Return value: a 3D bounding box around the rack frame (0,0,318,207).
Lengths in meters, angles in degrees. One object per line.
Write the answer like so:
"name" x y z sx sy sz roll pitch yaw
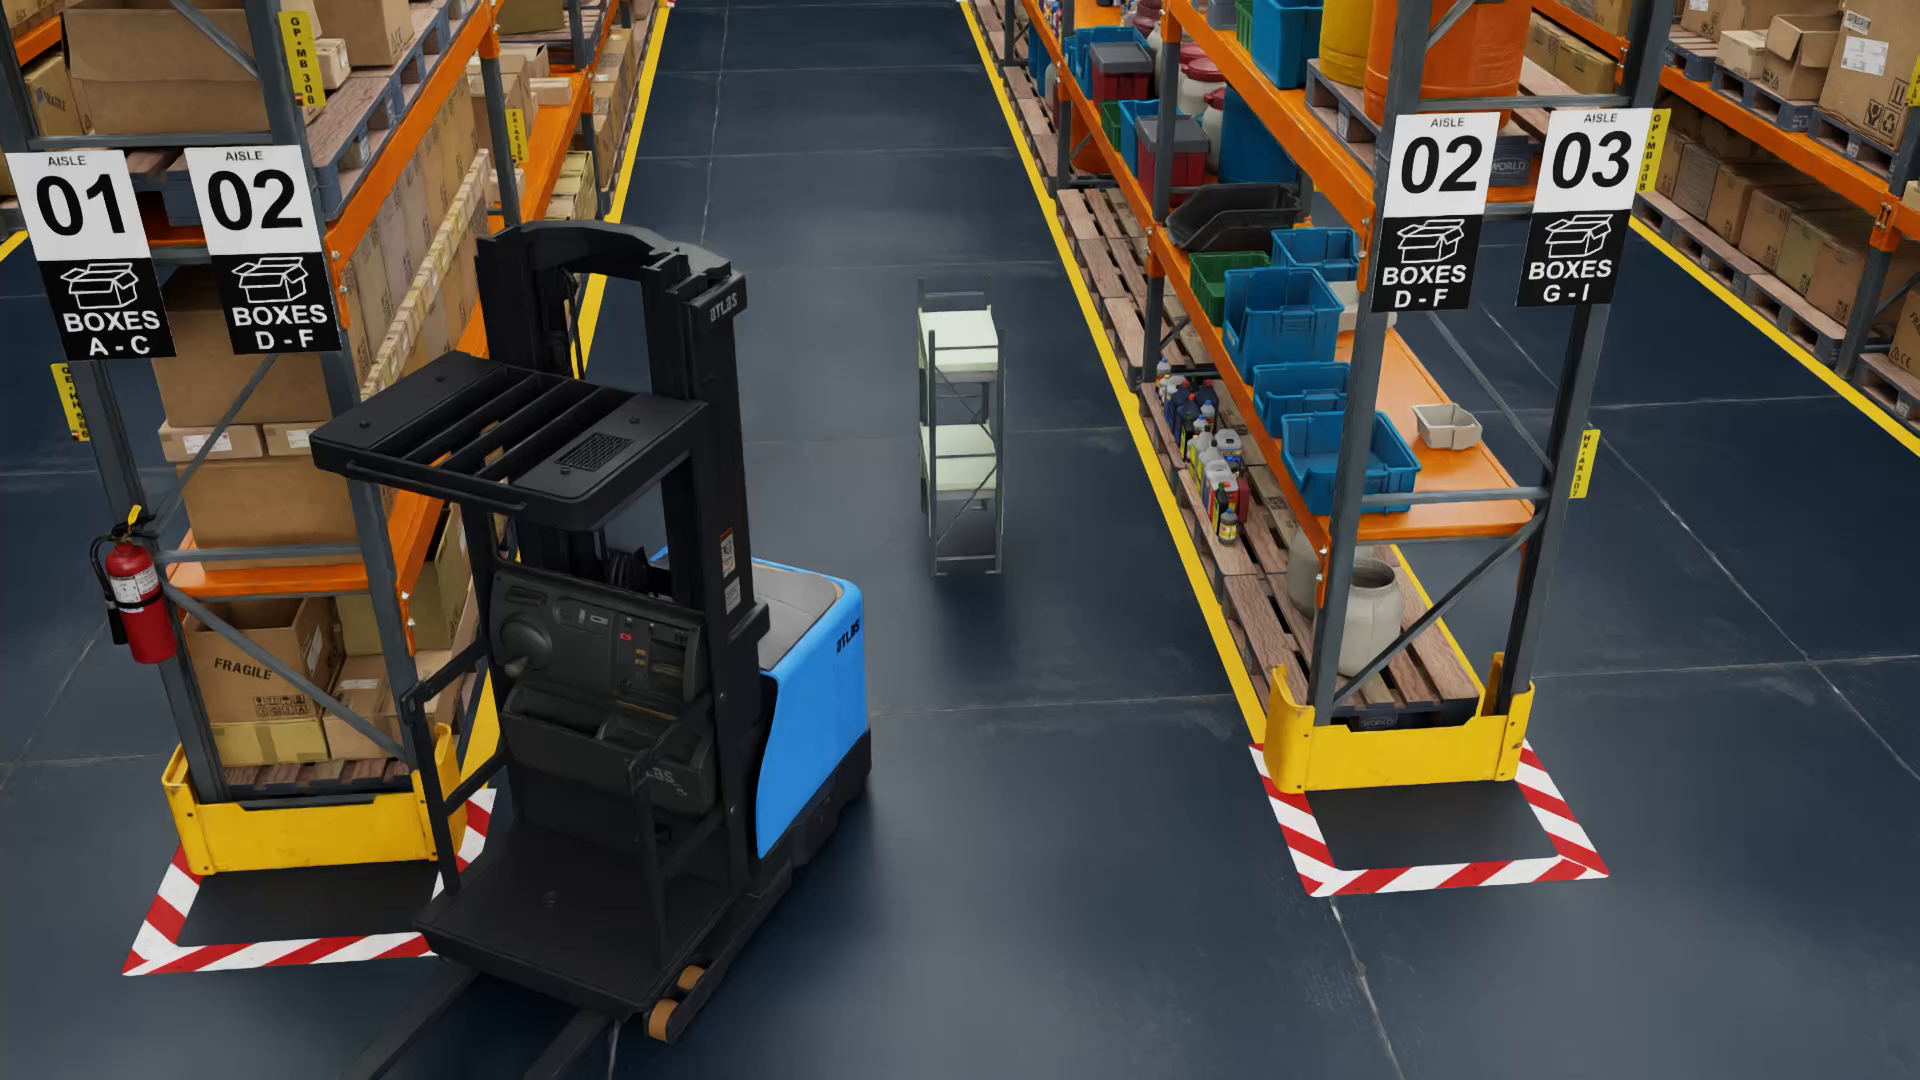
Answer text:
"rack frame" -2.829 -2.519 5.192 1.000 3.000 0.127 -3 31 -5

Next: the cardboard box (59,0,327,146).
"cardboard box" -2.878 -1.810 6.283 0.797 0.503 0.637 -1 31 -1

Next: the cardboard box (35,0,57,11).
"cardboard box" -8.440 -5.015 14.814 0.500 0.500 0.500 -2 31 -3

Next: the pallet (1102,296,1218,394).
"pallet" 1.617 -1.423 11.927 1.003 0.211 1.213 -3 31 -5

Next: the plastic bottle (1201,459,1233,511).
"plastic bottle" 1.486 -0.316 9.581 0.152 0.276 0.135 -4 31 -6

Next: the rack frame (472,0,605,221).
"rack frame" -3.576 -4.028 13.568 1.000 3.000 0.127 -3 31 -5

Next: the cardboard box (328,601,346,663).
"cardboard box" -3.232 0.542 8.189 0.500 0.250 0.500 -3 31 -5

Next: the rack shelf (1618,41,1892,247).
"rack shelf" 6.474 -3.171 12.835 1.077 0.370 4.000 -3 31 -5

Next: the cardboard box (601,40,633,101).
"cardboard box" -3.581 -4.695 16.693 0.500 0.500 0.500 -3 31 -4

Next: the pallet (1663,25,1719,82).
"pallet" 6.460 -4.060 13.808 1.213 0.211 1.003 -3 31 -5

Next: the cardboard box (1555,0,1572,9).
"cardboard box" 5.902 -5.303 15.606 0.500 0.500 0.500 -4 31 -6

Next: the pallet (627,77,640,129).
"pallet" -3.836 -4.459 17.010 1.003 0.211 1.213 -3 31 -5

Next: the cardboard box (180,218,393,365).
"cardboard box" -2.919 -1.078 7.266 0.700 0.500 0.500 -4 31 -6

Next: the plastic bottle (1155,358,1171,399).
"plastic bottle" 1.323 -1.055 10.823 0.097 0.271 0.097 0 31 0

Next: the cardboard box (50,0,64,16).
"cardboard box" -8.493 -4.922 15.290 0.380 0.149 0.250 -4 31 -6

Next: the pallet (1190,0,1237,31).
"pallet" 1.894 -3.064 9.214 1.213 0.211 1.003 -3 31 -5

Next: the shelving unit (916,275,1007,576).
"shelving unit" 0.001 -0.640 9.360 0.431 1.500 0.755 -3 31 -5

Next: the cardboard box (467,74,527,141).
"cardboard box" -3.354 -2.946 11.660 0.500 0.500 0.500 -3 31 -5

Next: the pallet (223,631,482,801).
"pallet" -2.942 0.865 8.096 1.003 0.211 1.213 -3 31 -5

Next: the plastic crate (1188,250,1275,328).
"plastic crate" 1.575 -1.424 9.415 0.450 0.188 0.662 -3 31 -5

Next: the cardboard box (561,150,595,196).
"cardboard box" -3.282 -3.013 13.594 0.500 0.311 0.500 -2 31 -3

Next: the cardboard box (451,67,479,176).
"cardboard box" -3.155 -2.359 9.412 0.700 0.500 0.500 -3 31 -4

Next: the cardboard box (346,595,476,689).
"cardboard box" -2.708 0.517 8.231 0.500 0.250 0.500 -3 31 -5

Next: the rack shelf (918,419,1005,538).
"rack shelf" 0.001 -0.361 9.527 0.431 0.370 0.720 -3 31 -5

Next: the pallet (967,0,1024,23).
"pallet" 0.647 -6.728 20.808 1.003 0.211 1.213 -3 31 -5

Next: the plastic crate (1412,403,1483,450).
"plastic crate" 2.340 -0.538 7.983 0.298 0.136 0.250 -3 31 -5

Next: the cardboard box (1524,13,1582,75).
"cardboard box" 6.168 -4.578 16.151 1.225 0.875 0.875 -3 31 -4

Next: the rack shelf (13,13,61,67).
"rack shelf" -8.695 -4.501 15.062 1.077 0.370 4.000 -3 31 -5

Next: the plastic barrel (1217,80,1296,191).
"plastic barrel" 1.995 -2.648 10.769 0.600 0.901 0.708 -3 31 -5

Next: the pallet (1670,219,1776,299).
"pallet" 6.469 -2.283 13.366 1.003 0.211 1.213 -3 31 -5

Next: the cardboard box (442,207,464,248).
"cardboard box" -2.871 -1.659 8.872 0.380 0.149 0.250 -3 31 -5

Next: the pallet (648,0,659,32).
"pallet" -4.241 -6.469 20.375 1.003 0.211 1.213 -3 31 -5

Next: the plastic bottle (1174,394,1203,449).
"plastic bottle" 1.409 -0.744 10.225 0.144 0.351 0.185 -4 31 -7

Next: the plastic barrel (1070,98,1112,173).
"plastic barrel" 1.293 -3.761 14.828 0.600 0.830 0.708 -3 31 -5

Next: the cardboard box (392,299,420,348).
"cardboard box" -2.749 -1.003 7.773 0.380 0.149 0.250 -4 31 -6

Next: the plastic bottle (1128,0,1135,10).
"plastic bottle" 1.550 -4.738 14.883 0.097 0.271 0.097 0 31 0

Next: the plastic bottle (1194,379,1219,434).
"plastic bottle" 1.535 -0.848 10.398 0.144 0.351 0.185 -3 31 -5

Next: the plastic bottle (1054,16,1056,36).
"plastic bottle" 0.879 -4.542 14.622 0.097 0.201 0.097 0 31 0

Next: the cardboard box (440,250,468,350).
"cardboard box" -3.056 -1.277 8.865 0.700 0.500 0.500 -2 31 -4

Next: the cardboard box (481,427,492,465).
"cardboard box" -2.795 -0.316 8.894 0.500 0.500 0.500 -3 31 -5

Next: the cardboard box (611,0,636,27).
"cardboard box" -4.131 -6.146 19.120 0.797 0.503 0.637 -3 31 -5

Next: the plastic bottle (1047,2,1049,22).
"plastic bottle" 0.834 -4.790 15.038 0.097 0.201 0.097 0 31 0

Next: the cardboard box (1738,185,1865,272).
"cardboard box" 6.546 -2.419 12.883 0.700 0.500 0.500 -5 31 -9

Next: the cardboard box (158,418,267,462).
"cardboard box" -3.054 -0.451 6.850 0.380 0.149 0.250 -3 31 -5

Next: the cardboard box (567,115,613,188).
"cardboard box" -3.334 -3.390 14.508 0.500 0.500 0.500 -1 31 -2

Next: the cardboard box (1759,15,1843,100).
"cardboard box" 6.407 -3.564 12.281 0.797 0.503 0.637 0 31 0

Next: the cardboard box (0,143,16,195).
"cardboard box" -8.446 -3.428 14.250 0.750 0.750 0.750 -3 31 -5

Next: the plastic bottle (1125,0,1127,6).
"plastic bottle" 1.567 -4.977 15.282 0.097 0.271 0.097 0 31 0

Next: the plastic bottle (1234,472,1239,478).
"plastic bottle" 1.608 -0.299 9.626 0.097 0.201 0.097 0 31 0

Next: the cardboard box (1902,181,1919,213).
"cardboard box" 6.381 -2.226 10.797 0.380 0.149 0.250 -3 31 -5

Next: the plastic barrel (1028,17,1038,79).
"plastic barrel" 1.016 -5.306 17.345 0.600 0.901 0.708 -3 31 -5

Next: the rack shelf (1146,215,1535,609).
"rack shelf" 1.916 -0.891 9.018 1.077 0.370 4.000 -3 31 -5

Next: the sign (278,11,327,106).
"sign" -2.276 -1.664 5.756 0.100 0.325 0.005 -3 31 -5

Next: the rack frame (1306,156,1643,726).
"rack frame" 2.103 -0.179 7.124 1.000 3.000 0.127 -3 31 -5

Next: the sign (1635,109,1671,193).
"sign" 2.651 -1.495 6.393 0.100 0.325 0.005 -3 31 -5

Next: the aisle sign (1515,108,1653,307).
"aisle sign" 2.402 -1.272 6.420 0.394 0.787 0.004 -3 31 -5

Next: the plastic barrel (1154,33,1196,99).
"plastic barrel" 1.704 -3.581 12.712 0.421 0.512 0.421 0 31 0

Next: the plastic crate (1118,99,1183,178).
"plastic crate" 1.317 -2.763 11.465 0.392 0.384 0.575 -3 31 -5

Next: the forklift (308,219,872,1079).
"forklift" -1.477 0.442 6.151 1.130 2.935 3.031 13 33 20
